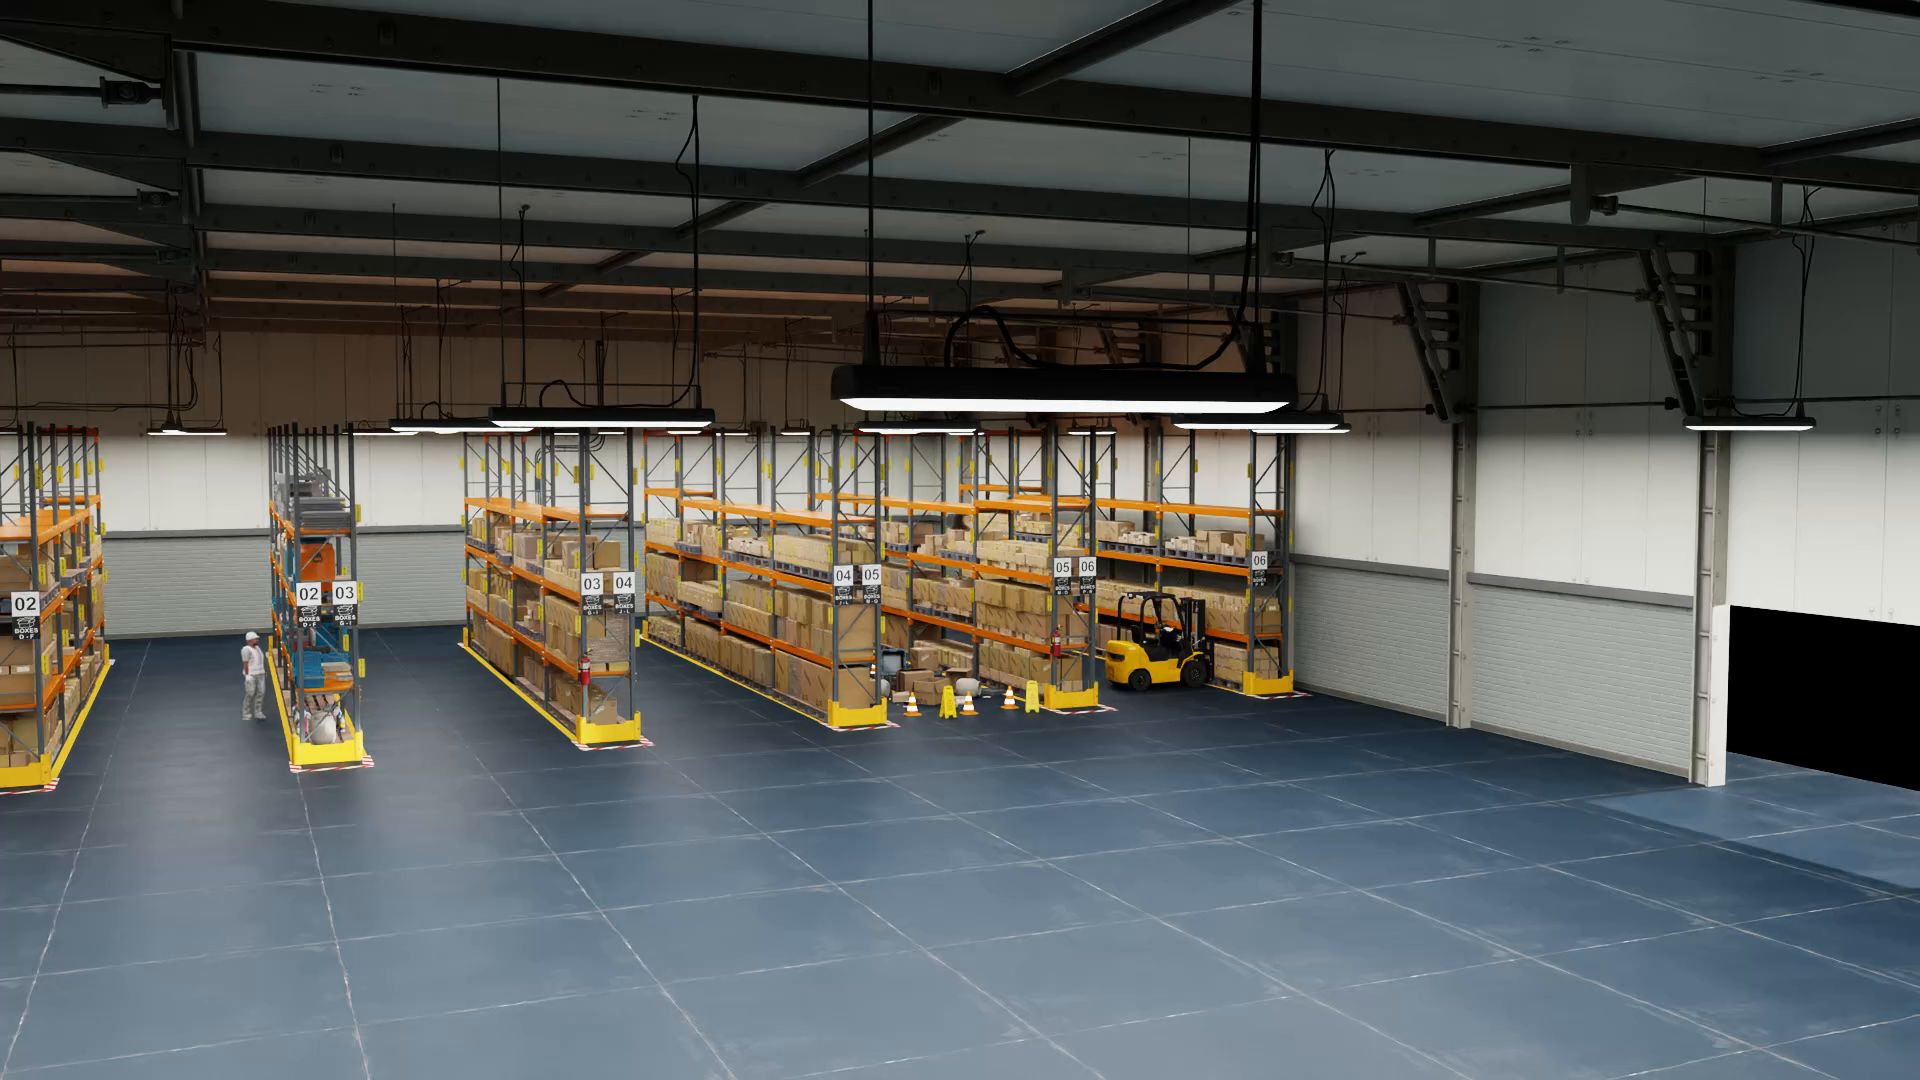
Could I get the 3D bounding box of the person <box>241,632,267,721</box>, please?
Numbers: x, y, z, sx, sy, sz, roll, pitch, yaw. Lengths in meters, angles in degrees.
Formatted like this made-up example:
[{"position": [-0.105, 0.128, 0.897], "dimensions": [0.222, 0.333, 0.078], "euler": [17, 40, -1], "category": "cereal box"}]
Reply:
[{"position": [-14.442, 2.793, 34.018], "dimensions": [0.432, 1.845, 0.648], "euler": [1, 4, 22], "category": "person"}]
